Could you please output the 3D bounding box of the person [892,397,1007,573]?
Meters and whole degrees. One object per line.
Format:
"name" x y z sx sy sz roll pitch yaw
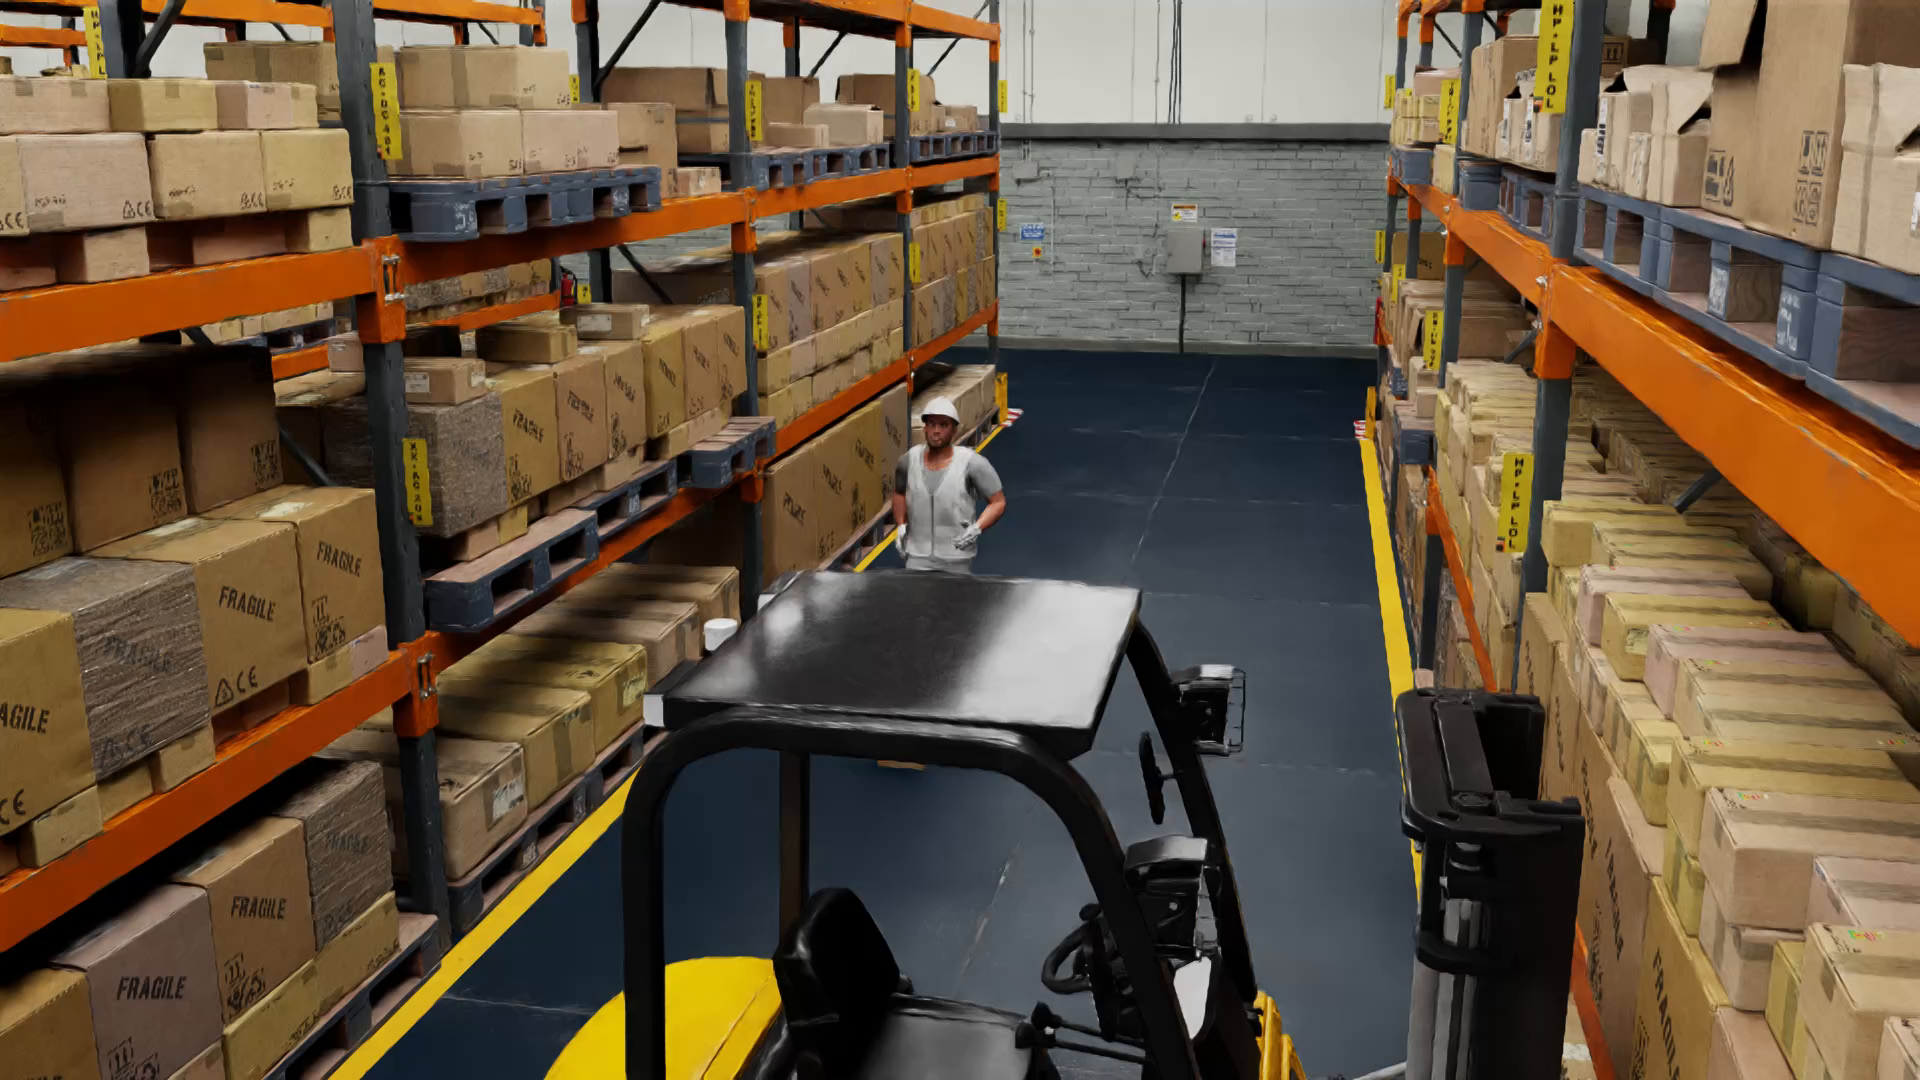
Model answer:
"person" -0.089 0.095 9.100 0.669 1.771 0.772 3 15 13
